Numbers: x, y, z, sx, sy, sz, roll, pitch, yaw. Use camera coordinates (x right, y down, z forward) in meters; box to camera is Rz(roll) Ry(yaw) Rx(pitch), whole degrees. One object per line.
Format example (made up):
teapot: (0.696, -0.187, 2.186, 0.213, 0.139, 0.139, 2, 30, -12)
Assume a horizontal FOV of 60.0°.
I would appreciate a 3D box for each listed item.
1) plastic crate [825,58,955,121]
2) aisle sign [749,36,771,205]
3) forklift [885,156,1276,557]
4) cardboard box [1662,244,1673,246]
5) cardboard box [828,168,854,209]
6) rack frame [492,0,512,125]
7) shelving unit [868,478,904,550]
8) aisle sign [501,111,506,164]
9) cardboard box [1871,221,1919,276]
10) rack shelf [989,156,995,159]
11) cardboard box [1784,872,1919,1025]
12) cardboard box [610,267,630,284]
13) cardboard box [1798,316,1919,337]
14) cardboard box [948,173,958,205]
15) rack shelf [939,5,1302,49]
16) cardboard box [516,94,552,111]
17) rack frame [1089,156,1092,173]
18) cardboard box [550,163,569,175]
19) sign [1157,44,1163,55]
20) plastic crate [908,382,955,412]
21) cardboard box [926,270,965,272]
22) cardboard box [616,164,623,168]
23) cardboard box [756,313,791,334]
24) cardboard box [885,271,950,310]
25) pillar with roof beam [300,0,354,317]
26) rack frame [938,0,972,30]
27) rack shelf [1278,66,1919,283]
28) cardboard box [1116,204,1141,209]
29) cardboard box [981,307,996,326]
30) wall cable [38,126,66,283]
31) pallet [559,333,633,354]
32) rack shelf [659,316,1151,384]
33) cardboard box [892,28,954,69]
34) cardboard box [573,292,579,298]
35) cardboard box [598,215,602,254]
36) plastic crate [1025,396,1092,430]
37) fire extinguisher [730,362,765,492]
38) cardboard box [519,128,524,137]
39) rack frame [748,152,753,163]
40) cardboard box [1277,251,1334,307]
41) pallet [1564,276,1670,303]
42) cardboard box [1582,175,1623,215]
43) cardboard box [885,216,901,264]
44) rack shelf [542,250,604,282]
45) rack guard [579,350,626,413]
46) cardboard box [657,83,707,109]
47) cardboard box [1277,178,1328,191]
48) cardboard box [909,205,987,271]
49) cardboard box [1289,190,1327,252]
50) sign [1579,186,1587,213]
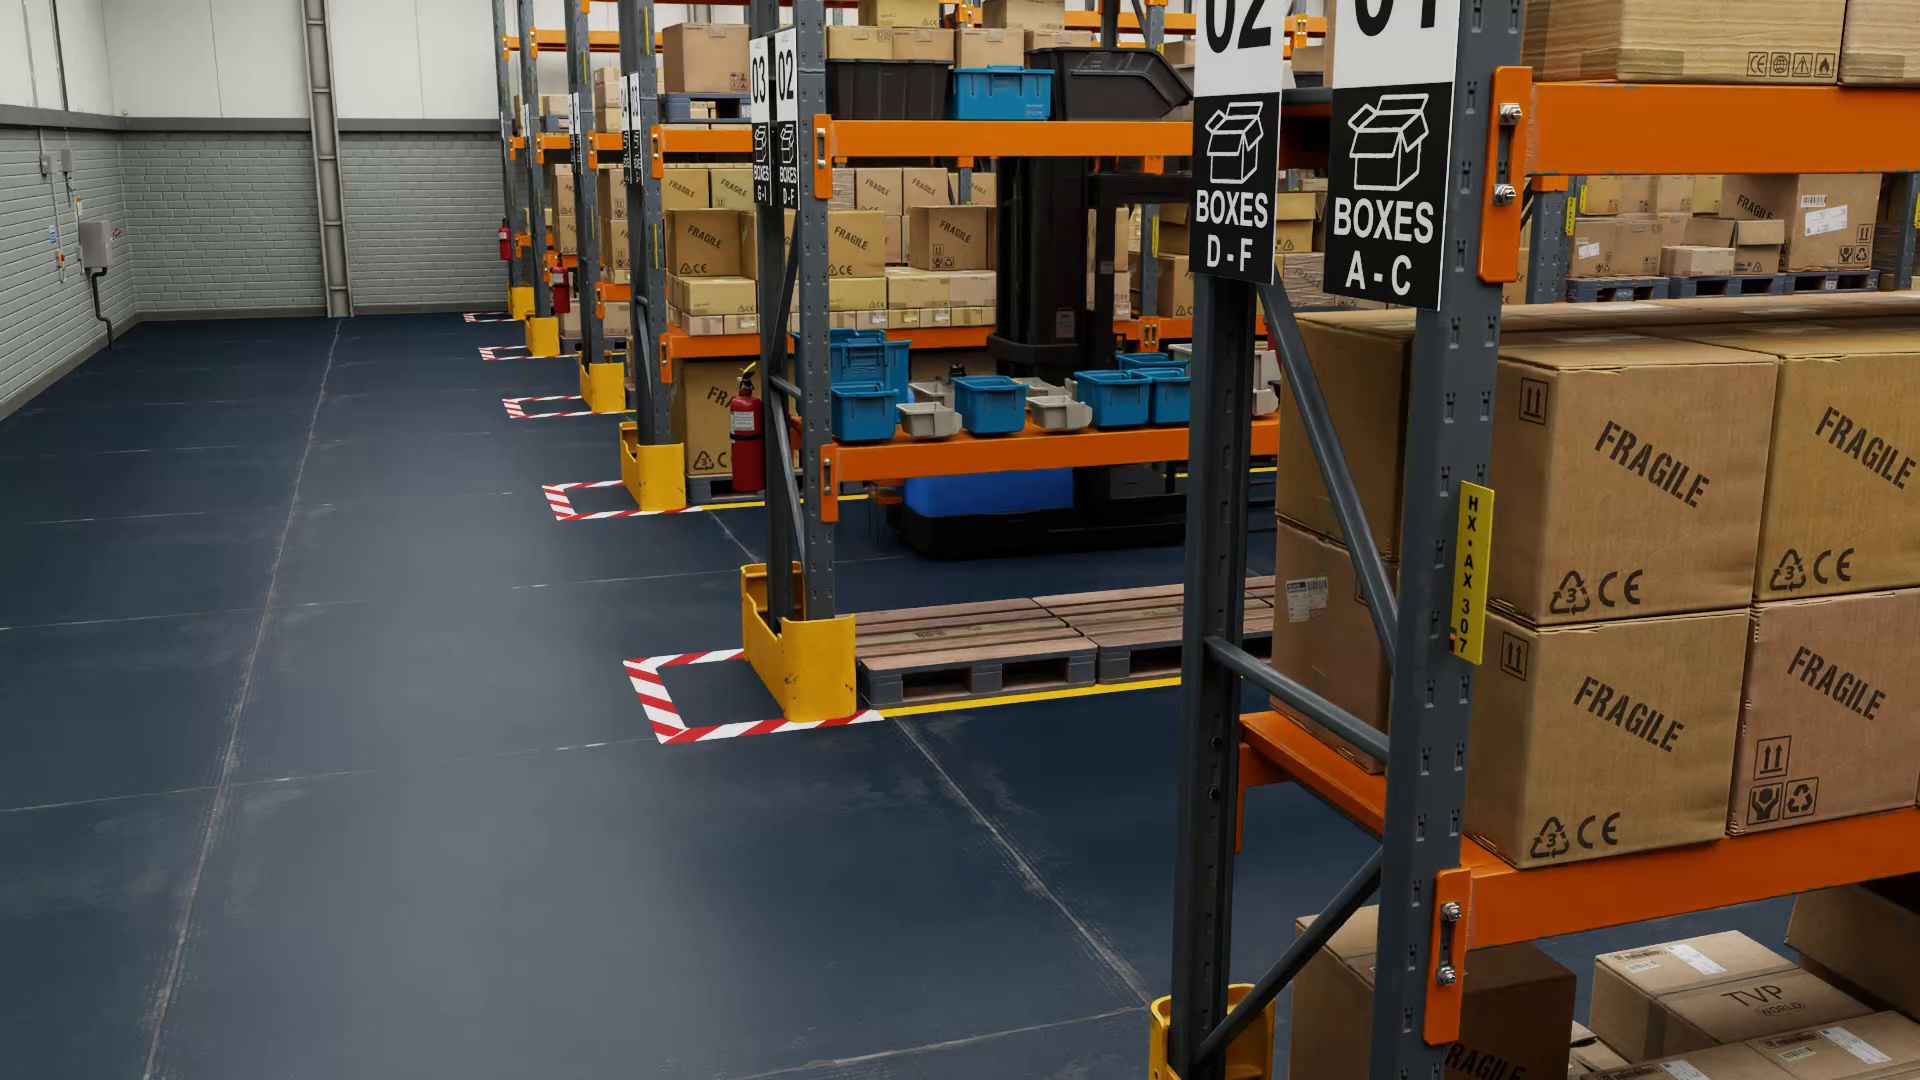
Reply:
plastic crate: (-0.364, -2.088, 7.738, 0.590, 0.269, 0.497, -4, 14, -18)
aisle sign: (-0.979, -2.048, 8.154, 0.004, 0.787, 0.394, -4, 14, -18)
forklift: (1.046, -1.488, 11.566, 3.031, 2.935, 1.130, -4, 14, -17)
cardboard box: (6.679, -2.723, 15.990, 0.258, 0.266, 0.396, -5, 14, -20)
cardboard box: (-1.429, -3.713, 17.752, 0.500, 0.500, 0.500, -4, 14, -17)
rack frame: (-7.144, -7.991, 25.793, 0.127, 3.000, 1.000, -4, 14, -18)
shelving unit: (-0.510, -0.548, 11.353, 0.189, 1.200, 0.258, -4, 14, -17)
aisle sign: (-7.115, -6.268, 25.894, 0.004, 0.787, 0.394, -4, 14, -18)
cardboard box: (9.422, -2.910, 16.534, 0.500, 0.500, 0.875, -4, 14, -18)
rack shelf: (-1.458, -6.625, 28.085, 4.000, 0.370, 1.077, -4, 14, -18)
cardboard box: (2.771, 1.207, 4.530, 0.637, 0.503, 0.797, -4, 14, -18)
cardboard box: (-3.472, -2.736, 17.206, 0.250, 0.149, 0.380, -5, 14, -19)
cardboard box: (2.232, -0.224, 3.726, 0.500, 0.500, 0.500, -4, 14, -17)
cardboard box: (-0.309, -4.864, 23.234, 0.500, 0.500, 0.500, -5, 14, -19)
rack shelf: (1.803, -5.723, 18.676, 4.000, 0.370, 1.077, -4, 14, -18)
cardboard box: (-6.644, -6.825, 25.971, 0.500, 0.250, 0.500, -5, 14, -19)
rack frame: (2.024, -4.575, 24.394, 0.127, 3.000, 1.000, -4, 14, -18)
cardboard box: (-5.282, -4.905, 22.005, 0.250, 0.149, 0.380, -4, 14, -17)
sign: (1.572, -3.734, 13.088, 0.005, 0.325, 0.100, -4, 14, -18)
plastic crate: (-0.102, -0.725, 8.651, 0.243, 0.136, 0.396, -4, 14, -18)
cardboard box: (-0.097, -2.126, 13.778, 0.500, 0.250, 0.500, -4, 14, -17)
cardboard box: (-4.381, -4.853, 21.784, 0.250, 0.149, 0.380, -5, 14, -20)
cardboard box: (-1.470, -1.681, 12.770, 0.250, 0.149, 0.380, -5, 14, -19)
cardboard box: (-0.395, -1.975, 13.144, 0.500, 0.250, 0.500, -5, 14, -19)
pillar with roof beam: (-8.614, -7.046, 21.818, 0.400, 9.000, 9.100, -4, 14, -18)
rack frame: (-0.092, -6.120, 17.926, 0.127, 3.000, 1.000, -4, 14, -18)
rack shelf: (2.654, -0.895, 3.995, 4.000, 0.370, 1.077, -4, 14, -18)
cardboard box: (2.525, -4.955, 24.225, 0.500, 0.500, 0.500, -5, 14, -20)
cardboard box: (0.234, -1.814, 13.328, 0.250, 0.149, 0.380, -4, 14, -17)
wall cable: (-10.895, -4.073, 20.019, 0.123, 1.953, 0.585, -4, 14, -18)
pallet: (-4.825, -2.704, 22.554, 1.213, 0.211, 1.003, -4, 14, -18)
rack shelf: (-0.502, -1.609, 13.478, 4.000, 0.370, 1.077, -4, 14, -18)
cardboard box: (-0.380, -3.750, 13.104, 0.500, 0.500, 0.700, -4, 14, -16)
cardboard box: (-6.119, -3.937, 26.967, 0.250, 0.149, 0.380, -5, 14, -20)
cardboard box: (-4.541, -4.049, 21.967, 0.500, 0.500, 0.500, -5, 14, -19)
plastic crate: (0.495, -0.627, 8.237, 0.298, 0.136, 0.250, -4, 14, -18)
fire extinguisher: (-1.105, -0.594, 8.631, 0.183, 0.674, 0.296, -4, 14, -18)
cardboard box: (-6.768, -6.382, 26.054, 0.250, 0.149, 0.380, -4, 14, -17)
rack frame: (-3.353, -5.368, 27.728, 0.127, 3.000, 1.000, -4, 14, -18)
cardboard box: (2.860, -2.208, 14.227, 0.500, 0.500, 0.500, -5, 14, -19)
pallet: (5.826, -2.384, 15.598, 1.003, 0.211, 1.213, -4, 14, -18)
cardboard box: (7.851, -4.410, 21.043, 0.550, 0.550, 0.875, -4, 14, -18)
cardboard box: (-0.953, -3.259, 18.003, 0.500, 0.500, 0.500, -5, 14, -20)
rack shelf: (-3.662, -3.782, 22.615, 4.000, 0.370, 1.077, -4, 14, -18)
rack guard: (-3.811, -1.696, 17.692, 0.348, 0.500, 1.175, -4, 14, -18)
cardboard box: (-2.890, -4.550, 17.051, 0.500, 0.250, 0.500, -5, 14, -19)
cardboard box: (4.128, -4.063, 19.864, 0.500, 0.500, 0.700, -5, 14, -18)
cardboard box: (-0.102, -2.489, 13.687, 0.500, 0.500, 0.500, -5, 14, -20)
cardboard box: (3.235, -2.789, 14.503, 0.637, 0.503, 0.797, -4, 14, -16)
sign: (7.672, -4.198, 20.480, 0.005, 0.325, 0.100, -4, 14, -18)
